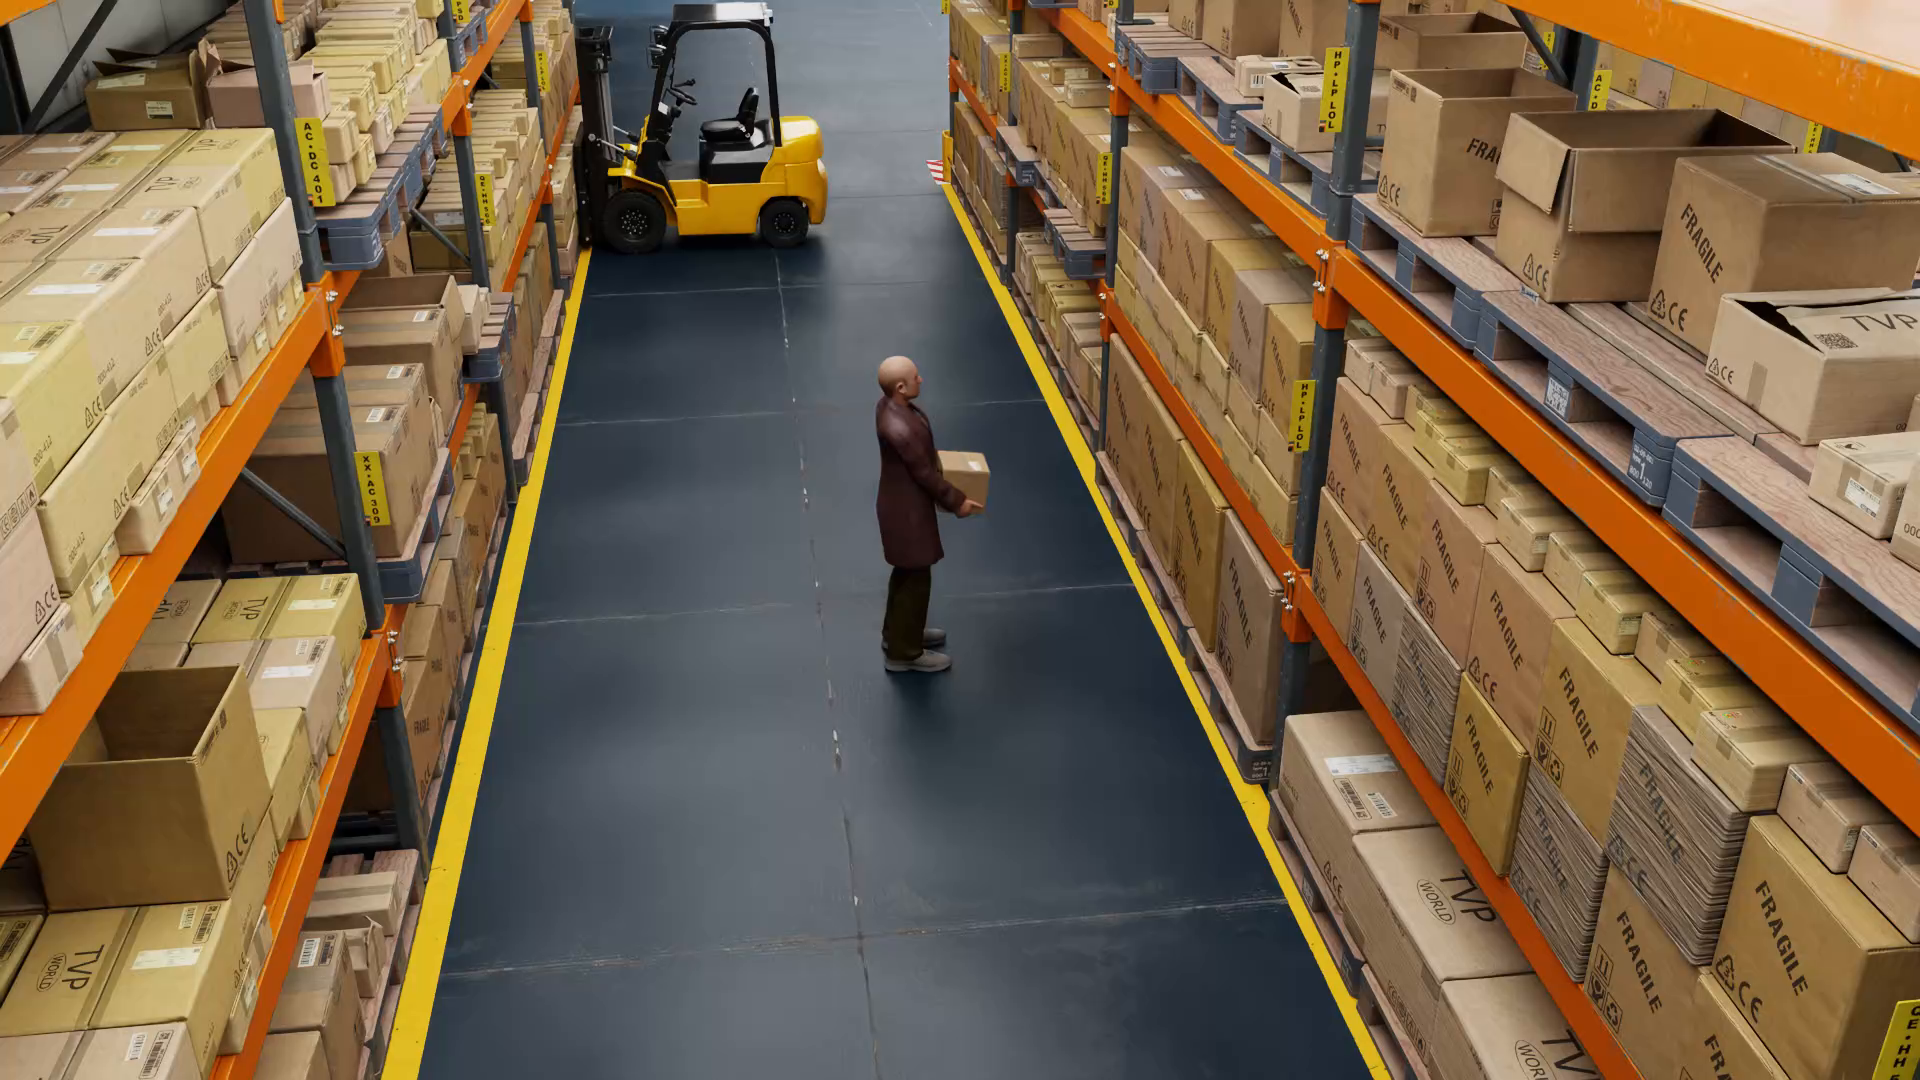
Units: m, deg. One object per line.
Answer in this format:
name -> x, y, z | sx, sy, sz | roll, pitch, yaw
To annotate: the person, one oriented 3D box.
person -> -0.170, -0.152, 8.936 | 0.552, 1.776, 0.524 | -4, 27, -7
